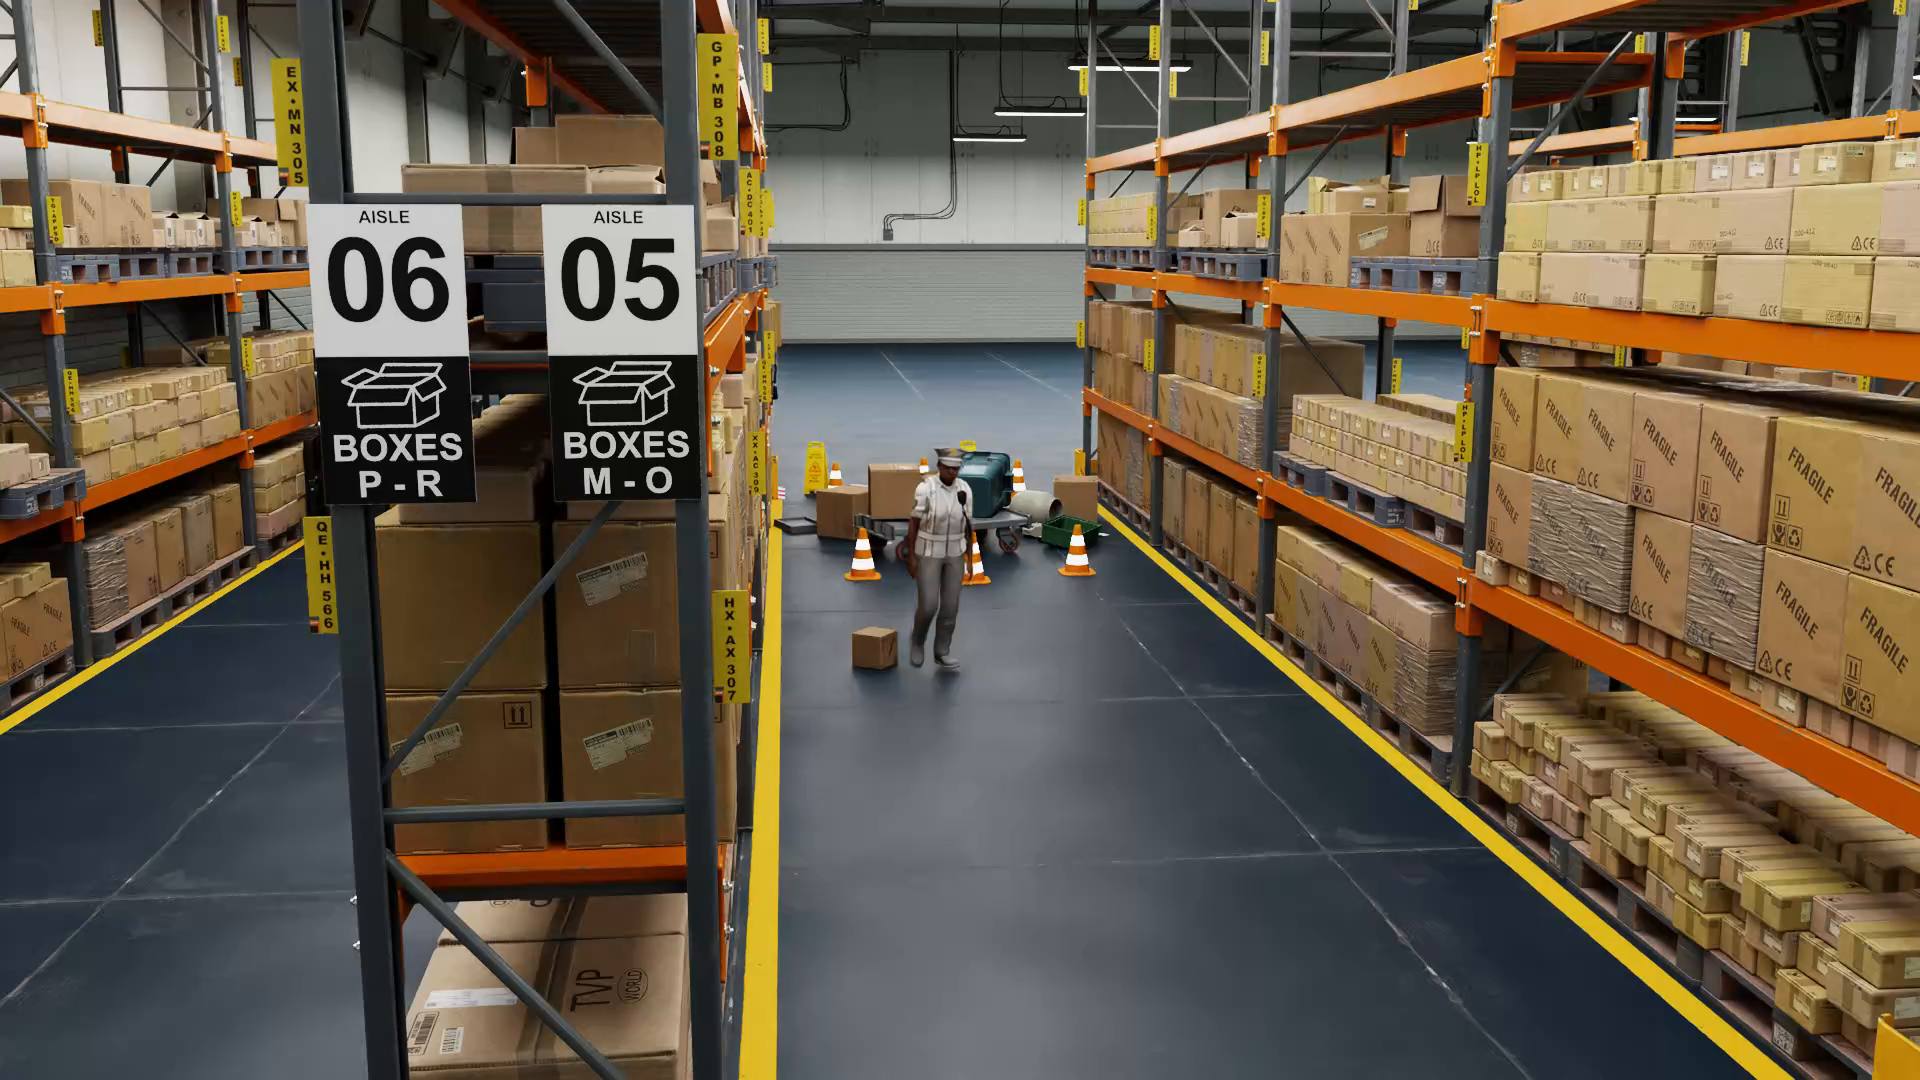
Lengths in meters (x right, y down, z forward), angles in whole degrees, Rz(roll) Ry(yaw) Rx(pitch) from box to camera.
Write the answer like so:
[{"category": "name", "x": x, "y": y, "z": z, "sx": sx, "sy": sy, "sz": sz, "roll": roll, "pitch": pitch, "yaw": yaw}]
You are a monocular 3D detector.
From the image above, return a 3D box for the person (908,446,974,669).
[{"category": "person", "x": -0.148, "y": 0.128, "z": 12.056, "sx": 0.476, "sy": 1.654, "sz": 0.494, "roll": -4, "pitch": 11, "yaw": -22}]
